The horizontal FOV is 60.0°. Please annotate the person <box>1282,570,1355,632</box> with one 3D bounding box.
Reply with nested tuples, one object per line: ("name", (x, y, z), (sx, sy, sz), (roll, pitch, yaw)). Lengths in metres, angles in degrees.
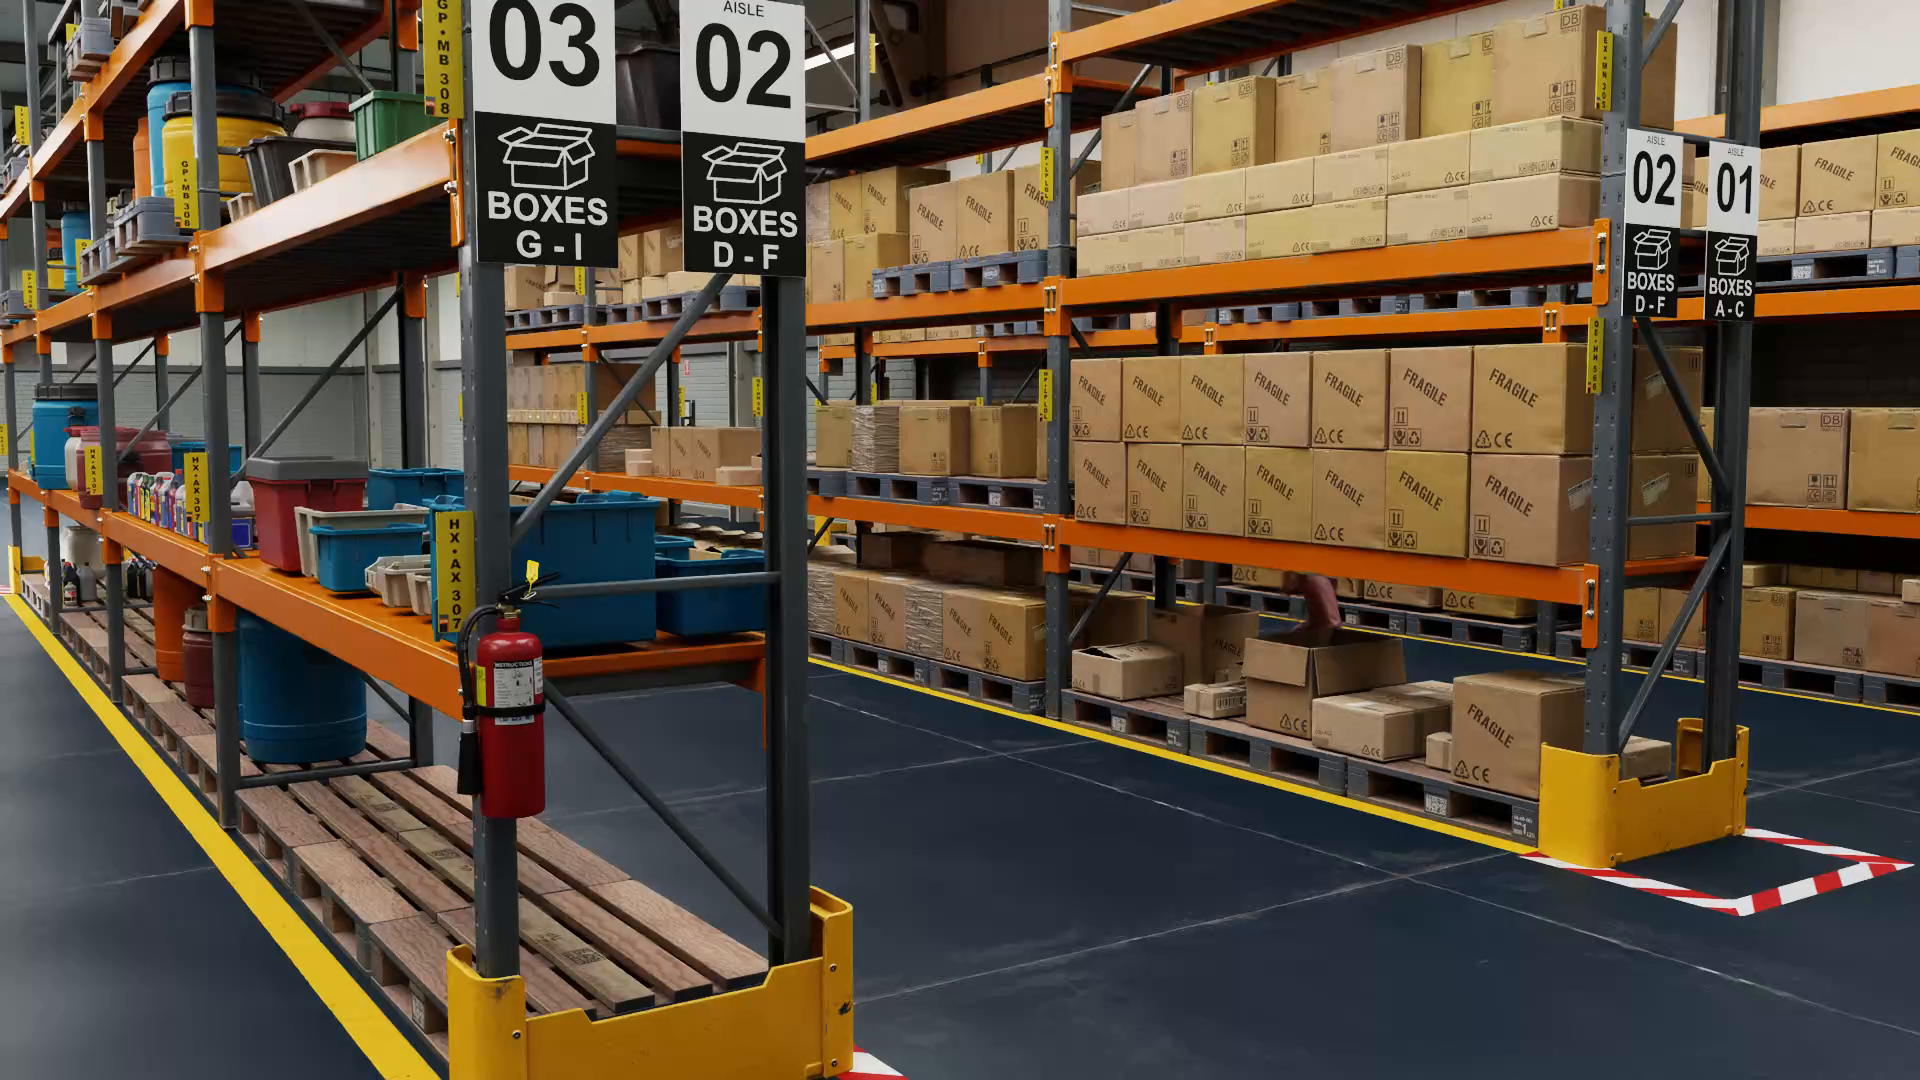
("person", (2.460, 0.248, 11.536), (0.442, 1.629, 0.983), (-3, 6, -36))
